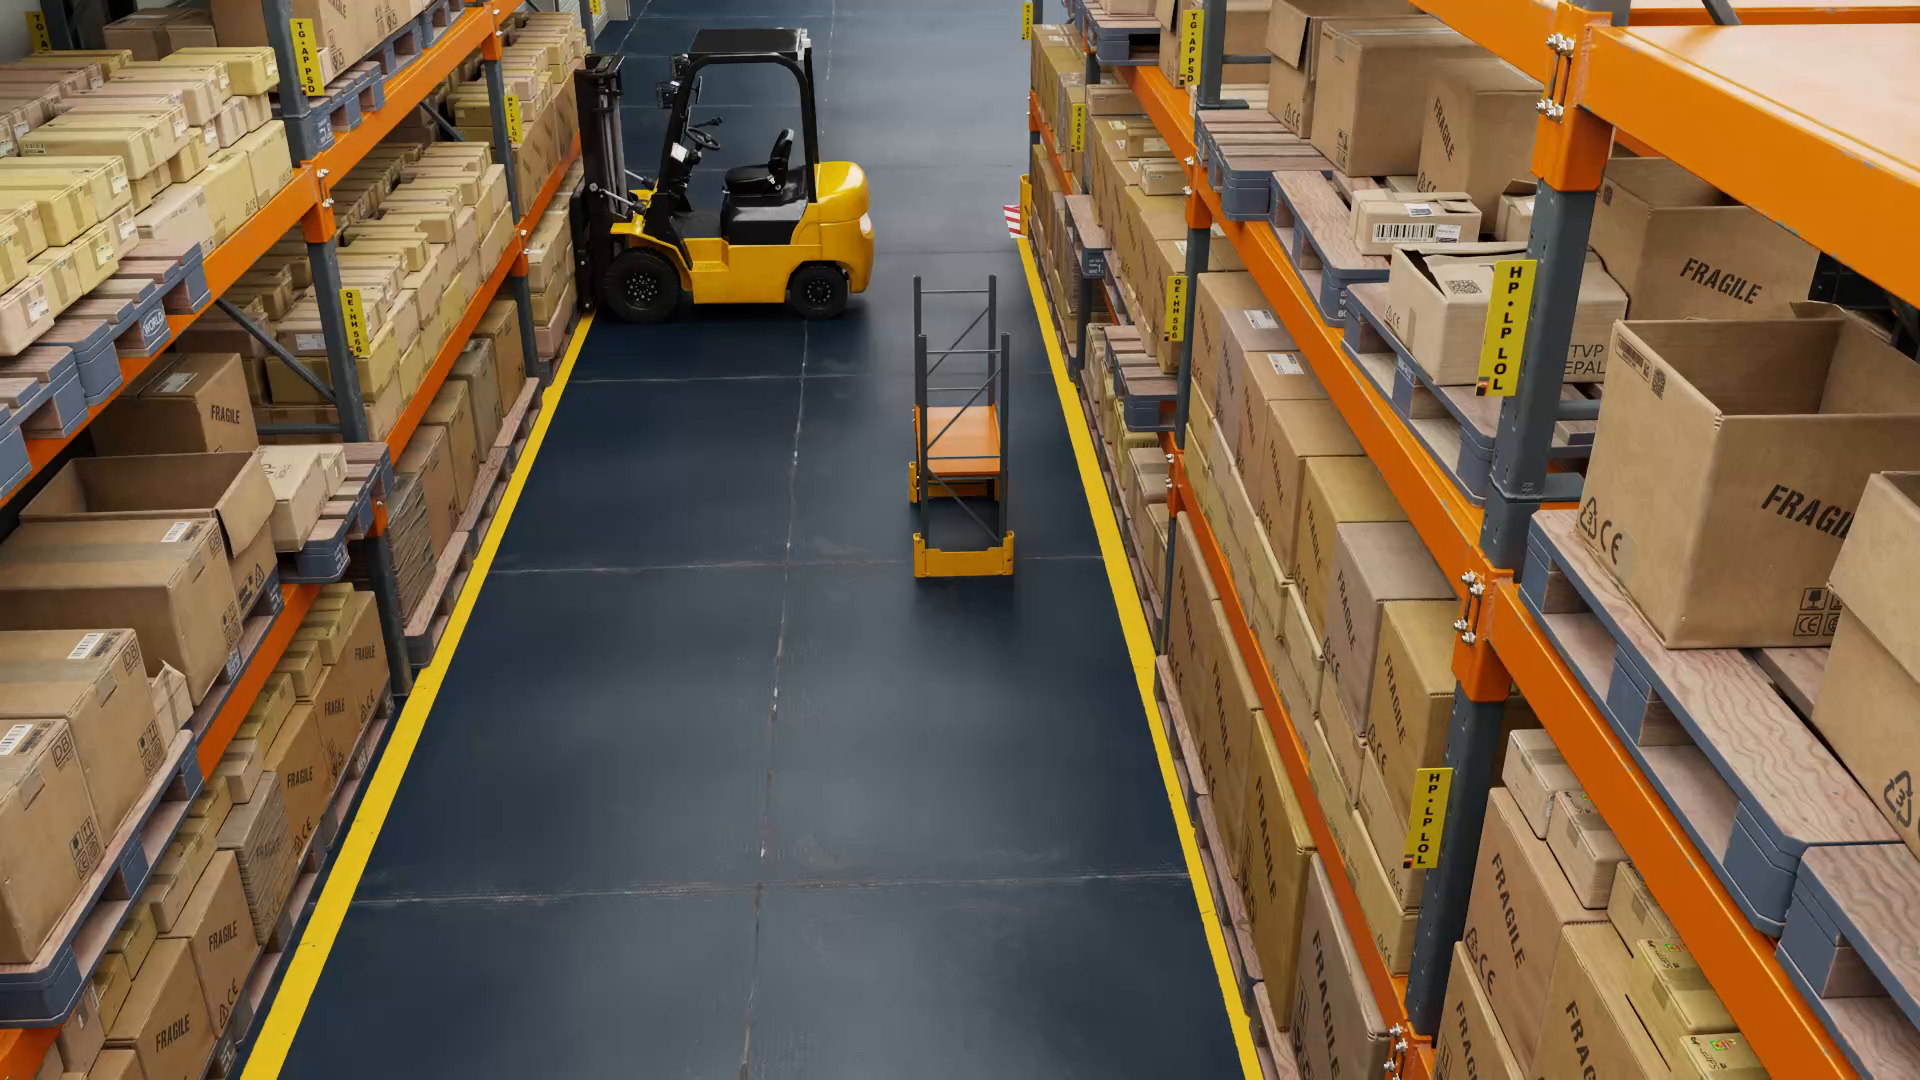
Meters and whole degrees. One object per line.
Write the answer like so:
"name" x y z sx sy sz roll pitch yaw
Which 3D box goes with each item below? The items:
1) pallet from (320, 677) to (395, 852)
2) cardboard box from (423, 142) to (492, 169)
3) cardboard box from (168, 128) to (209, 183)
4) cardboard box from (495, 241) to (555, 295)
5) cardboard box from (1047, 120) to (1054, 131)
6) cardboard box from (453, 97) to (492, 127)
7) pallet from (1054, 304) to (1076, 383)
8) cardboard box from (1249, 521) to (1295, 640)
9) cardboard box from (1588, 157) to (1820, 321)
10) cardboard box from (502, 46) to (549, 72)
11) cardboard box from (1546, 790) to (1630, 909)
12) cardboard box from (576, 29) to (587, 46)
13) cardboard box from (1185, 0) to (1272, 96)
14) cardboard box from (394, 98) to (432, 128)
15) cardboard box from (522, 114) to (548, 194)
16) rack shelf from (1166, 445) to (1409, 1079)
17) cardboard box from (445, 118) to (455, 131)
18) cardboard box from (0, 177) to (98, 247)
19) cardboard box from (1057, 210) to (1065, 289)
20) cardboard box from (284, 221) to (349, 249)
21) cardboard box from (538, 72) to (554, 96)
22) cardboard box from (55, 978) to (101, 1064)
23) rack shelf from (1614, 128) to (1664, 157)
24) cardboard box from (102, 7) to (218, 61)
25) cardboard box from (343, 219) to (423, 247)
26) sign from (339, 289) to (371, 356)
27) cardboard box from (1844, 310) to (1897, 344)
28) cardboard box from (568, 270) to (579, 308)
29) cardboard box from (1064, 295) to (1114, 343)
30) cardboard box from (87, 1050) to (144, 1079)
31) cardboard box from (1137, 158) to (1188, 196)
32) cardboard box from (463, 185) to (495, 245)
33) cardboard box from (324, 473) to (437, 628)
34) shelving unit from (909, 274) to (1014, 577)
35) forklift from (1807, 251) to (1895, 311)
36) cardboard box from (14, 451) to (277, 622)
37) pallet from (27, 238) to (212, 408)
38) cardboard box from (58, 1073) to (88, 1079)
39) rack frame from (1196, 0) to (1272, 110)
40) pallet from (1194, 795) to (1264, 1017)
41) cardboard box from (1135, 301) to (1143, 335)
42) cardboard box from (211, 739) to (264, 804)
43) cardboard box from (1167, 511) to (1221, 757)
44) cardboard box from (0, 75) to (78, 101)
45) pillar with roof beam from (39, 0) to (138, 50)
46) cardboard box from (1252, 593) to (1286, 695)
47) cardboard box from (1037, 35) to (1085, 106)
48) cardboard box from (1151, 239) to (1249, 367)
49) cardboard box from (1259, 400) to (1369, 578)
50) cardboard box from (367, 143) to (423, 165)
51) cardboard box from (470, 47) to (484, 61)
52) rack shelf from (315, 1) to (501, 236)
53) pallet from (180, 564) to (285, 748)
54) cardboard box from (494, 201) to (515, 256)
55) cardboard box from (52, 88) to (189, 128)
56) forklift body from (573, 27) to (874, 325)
"pallet" -3.379 1.059 7.992 1.003 0.211 1.213 -1 28 -3
"cardboard box" -3.349 -2.550 11.086 0.380 0.149 0.250 0 28 -1
"cardboard box" -3.082 -1.450 6.273 0.380 0.149 0.250 -1 28 -3
"cardboard box" -3.301 -2.012 12.302 0.500 0.250 0.500 -2 28 -3
"cardboard box" 0.944 -3.588 14.158 0.380 0.149 0.250 -1 28 -1
"cardboard box" -3.309 -2.989 11.605 0.380 0.149 0.250 -1 28 -2
"pallet" 1.297 -1.565 13.022 1.003 0.211 1.213 -1 28 -3
"cardboard box" 1.409 0.144 6.352 0.500 0.250 0.500 -1 28 -2
"cardboard box" 2.029 -0.772 4.681 0.500 0.500 0.500 -2 28 -4
"cardboard box" -3.483 -3.813 13.186 0.380 0.149 0.250 -1 28 -2
"cardboard box" 1.572 0.697 3.779 0.380 0.149 0.250 -1 28 -2
"cardboard box" -3.500 -4.396 14.626 0.380 0.149 0.250 -1 28 -2
"cardboard box" 1.537 -2.457 8.366 0.700 0.500 0.500 -1 28 -3
"cardboard box" -3.907 -2.975 11.578 0.380 0.149 0.250 -1 28 -3
"cardboard box" -3.395 -2.866 12.394 0.500 0.500 0.500 -1 28 -2
"rack shelf" 1.681 0.598 6.638 1.077 0.370 4.000 -1 28 -3
"cardboard box" -3.905 -2.846 12.355 0.500 0.500 0.500 -1 28 -2
"cardboard box" -2.885 -0.999 5.066 0.380 0.149 0.250 -1 28 -2
"cardboard box" 1.041 -2.293 13.112 0.500 0.500 0.500 -1 28 -2
"cardboard box" -3.699 -1.709 9.474 0.380 0.149 0.250 -1 28 -1
"cardboard box" -3.404 -3.571 13.043 0.380 0.149 0.250 -2 28 -4
"cardboard box" -2.986 1.536 5.288 0.380 0.149 0.250 -3 28 -5
"rack shelf" 6.201 -3.263 14.040 1.077 0.370 4.000 -1 28 -3
"cardboard box" -3.674 -2.346 7.860 0.500 0.250 0.500 -1 28 -3
"cardboard box" -3.291 -1.723 9.501 0.380 0.149 0.250 -1 28 -3
"sign" -2.839 -1.019 7.794 0.100 0.325 0.005 -1 28 -3
"cardboard box" 6.475 -1.117 11.127 1.050 0.750 0.750 -1 28 -3
"cardboard box" -3.368 -2.040 13.437 0.500 0.250 0.500 -1 28 -2
"cardboard box" 1.068 -1.726 12.834 0.500 0.250 0.500 0 28 0
"cardboard box" -2.972 2.017 5.388 0.500 0.500 0.500 0 28 0
"cardboard box" 1.209 -2.044 9.339 0.380 0.149 0.250 -3 28 -5
"cardboard box" -3.274 -2.068 10.592 0.500 0.250 0.500 -2 28 -4
"cardboard box" -3.399 0.055 9.015 0.875 0.625 0.625 -1 28 -1
"shelving unit" -0.004 -0.700 9.971 0.587 1.500 1.083 -1 28 -3
"forklift" 3.866 -0.422 7.889 1.130 2.935 3.031 1 28 2
"cardboard box" -3.110 -0.006 6.452 0.797 0.503 0.637 -2 28 -4
"pallet" -3.192 -0.704 5.317 1.213 0.211 1.003 -1 28 -3
"cardboard box" -2.924 1.786 5.129 0.380 0.149 0.250 0 28 0
"rack frame" 1.577 -3.305 6.855 1.000 3.000 0.127 -1 28 -3
"pallet" 1.603 1.519 7.108 1.003 0.211 1.213 -1 28 -3
"cardboard box" 1.175 -1.219 9.161 0.380 0.149 0.250 -3 28 -5
"cardboard box" -3.060 0.946 6.740 0.380 0.149 0.250 -3 28 -5
"cardboard box" 1.530 0.432 8.022 0.875 0.875 0.875 -2 28 -3
"cardboard box" -3.639 -1.687 6.407 0.380 0.149 0.250 -1 28 -3
"pillar with roof beam" -0.049 -3.868 7.934 9.100 9.000 0.400 -1 28 -3
"cardboard box" 1.446 0.361 6.477 0.500 0.250 0.500 -1 28 -3
"cardboard box" 0.937 -4.051 14.344 0.500 0.500 0.500 -1 28 -1
"cardboard box" 1.275 -1.211 8.443 0.500 0.500 0.500 -2 28 -4
"cardboard box" 1.428 -0.198 6.196 0.500 0.500 0.500 -1 28 -2
"cardboard box" -3.785 -2.535 11.057 0.380 0.149 0.250 -2 28 -4
"cardboard box" -3.941 -3.806 13.173 0.380 0.149 0.250 -1 28 -2
"rack shelf" -3.485 -2.458 9.253 1.077 0.370 4.000 -1 28 -3
"pallet" -3.274 0.460 6.332 1.003 0.211 1.213 -1 28 -3
"cardboard box" -3.301 -2.078 11.152 0.500 0.250 0.500 -1 28 -1
"cardboard box" -3.123 -1.580 6.201 0.380 0.149 0.250 -2 28 -3
"forklift body" -1.877 -3.010 13.695 2.313 2.155 1.214 -1 28 -3
